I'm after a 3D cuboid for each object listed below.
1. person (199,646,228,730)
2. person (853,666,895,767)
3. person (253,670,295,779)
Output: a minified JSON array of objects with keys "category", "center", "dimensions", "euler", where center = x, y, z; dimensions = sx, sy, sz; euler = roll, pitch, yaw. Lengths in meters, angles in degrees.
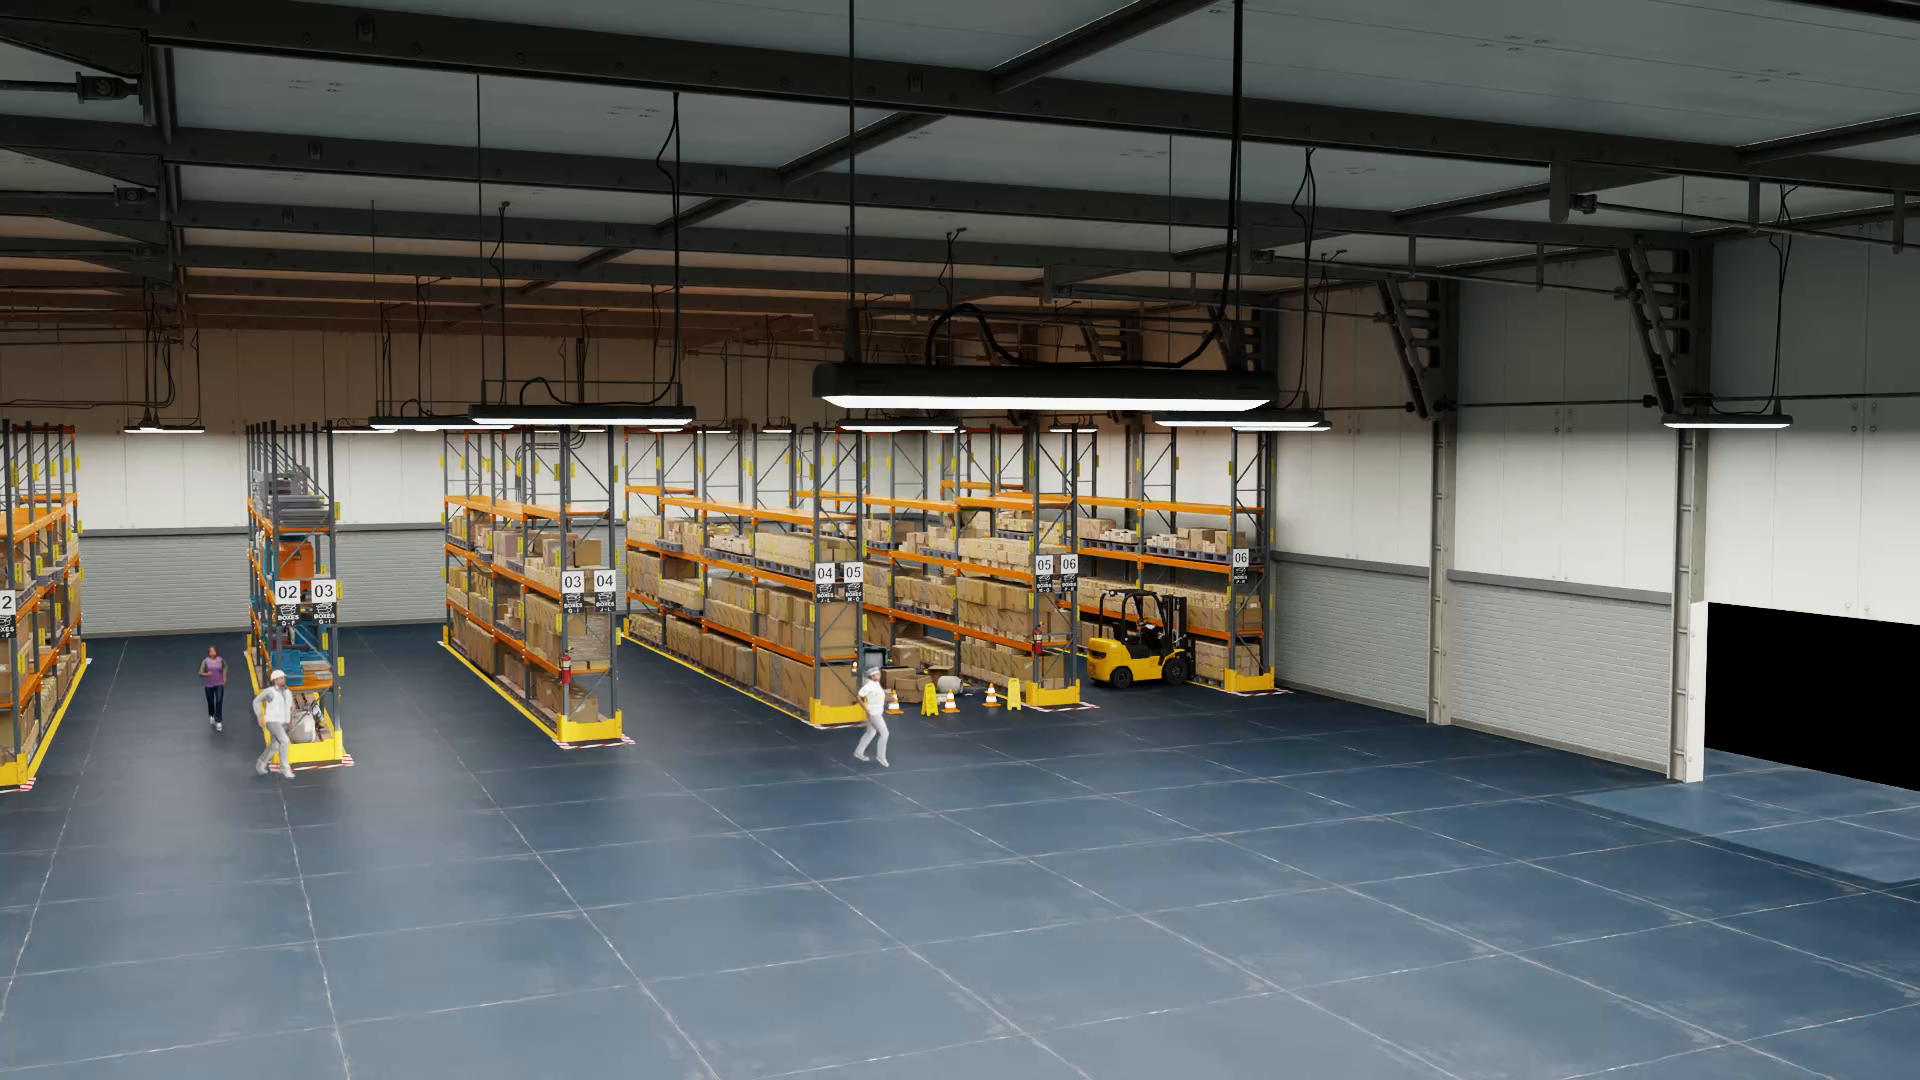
[{"category":"person","center":[-14.582,2.865,32.495],"dimensions":[0.531,1.607,0.838],"euler":[-2,4,-27]},{"category":"person","center":[-1.503,3.073,28.939],"dimensions":[0.767,1.755,0.549],"euler":[1,4,8]},{"category":"person","center":[-11.455,3.085,28.036],"dimensions":[0.831,1.759,0.651],"euler":[1,4,18]}]
